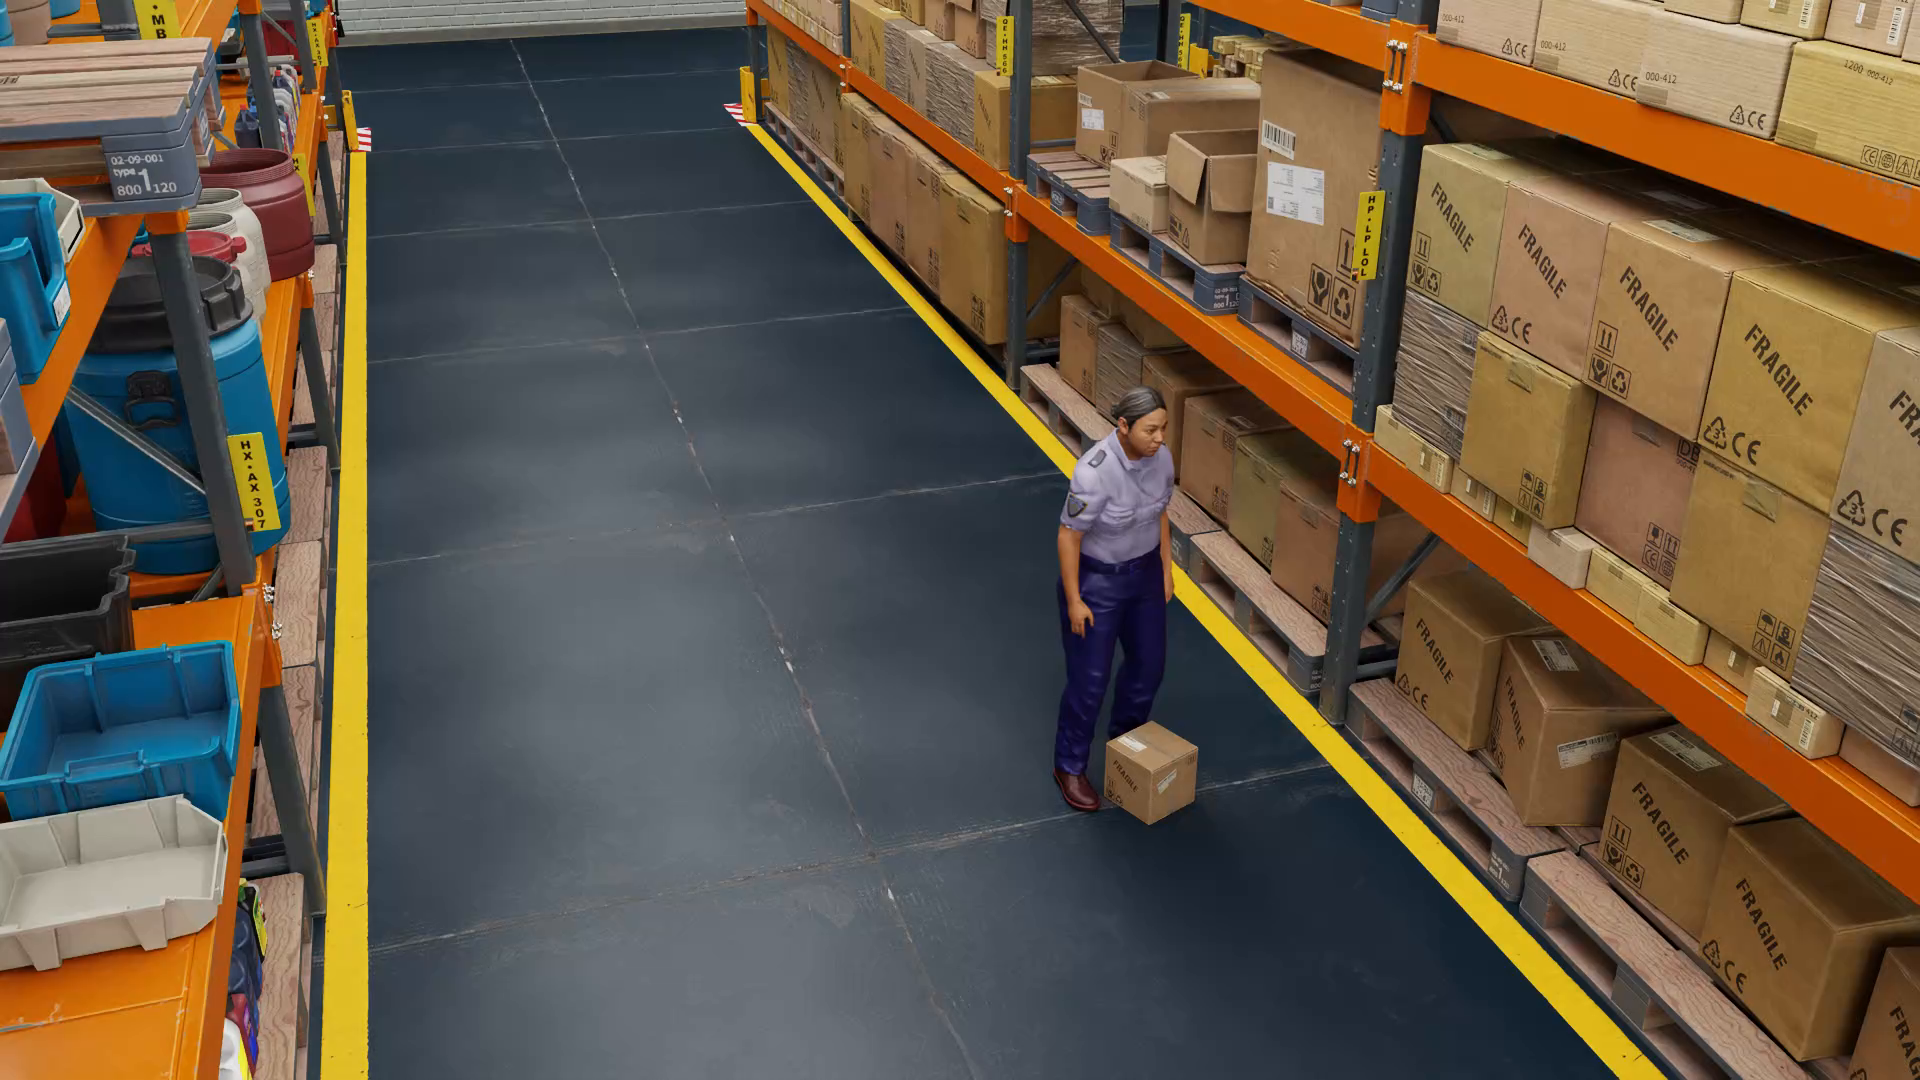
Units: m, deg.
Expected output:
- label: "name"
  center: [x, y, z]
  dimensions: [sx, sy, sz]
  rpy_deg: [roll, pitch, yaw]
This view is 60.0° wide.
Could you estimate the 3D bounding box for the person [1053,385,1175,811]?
- label: "person"
  center: [0.584, 0.188, 6.261]
  dimensions: [0.544, 1.639, 0.369]
  rpy_deg: [-18, 32, -32]
